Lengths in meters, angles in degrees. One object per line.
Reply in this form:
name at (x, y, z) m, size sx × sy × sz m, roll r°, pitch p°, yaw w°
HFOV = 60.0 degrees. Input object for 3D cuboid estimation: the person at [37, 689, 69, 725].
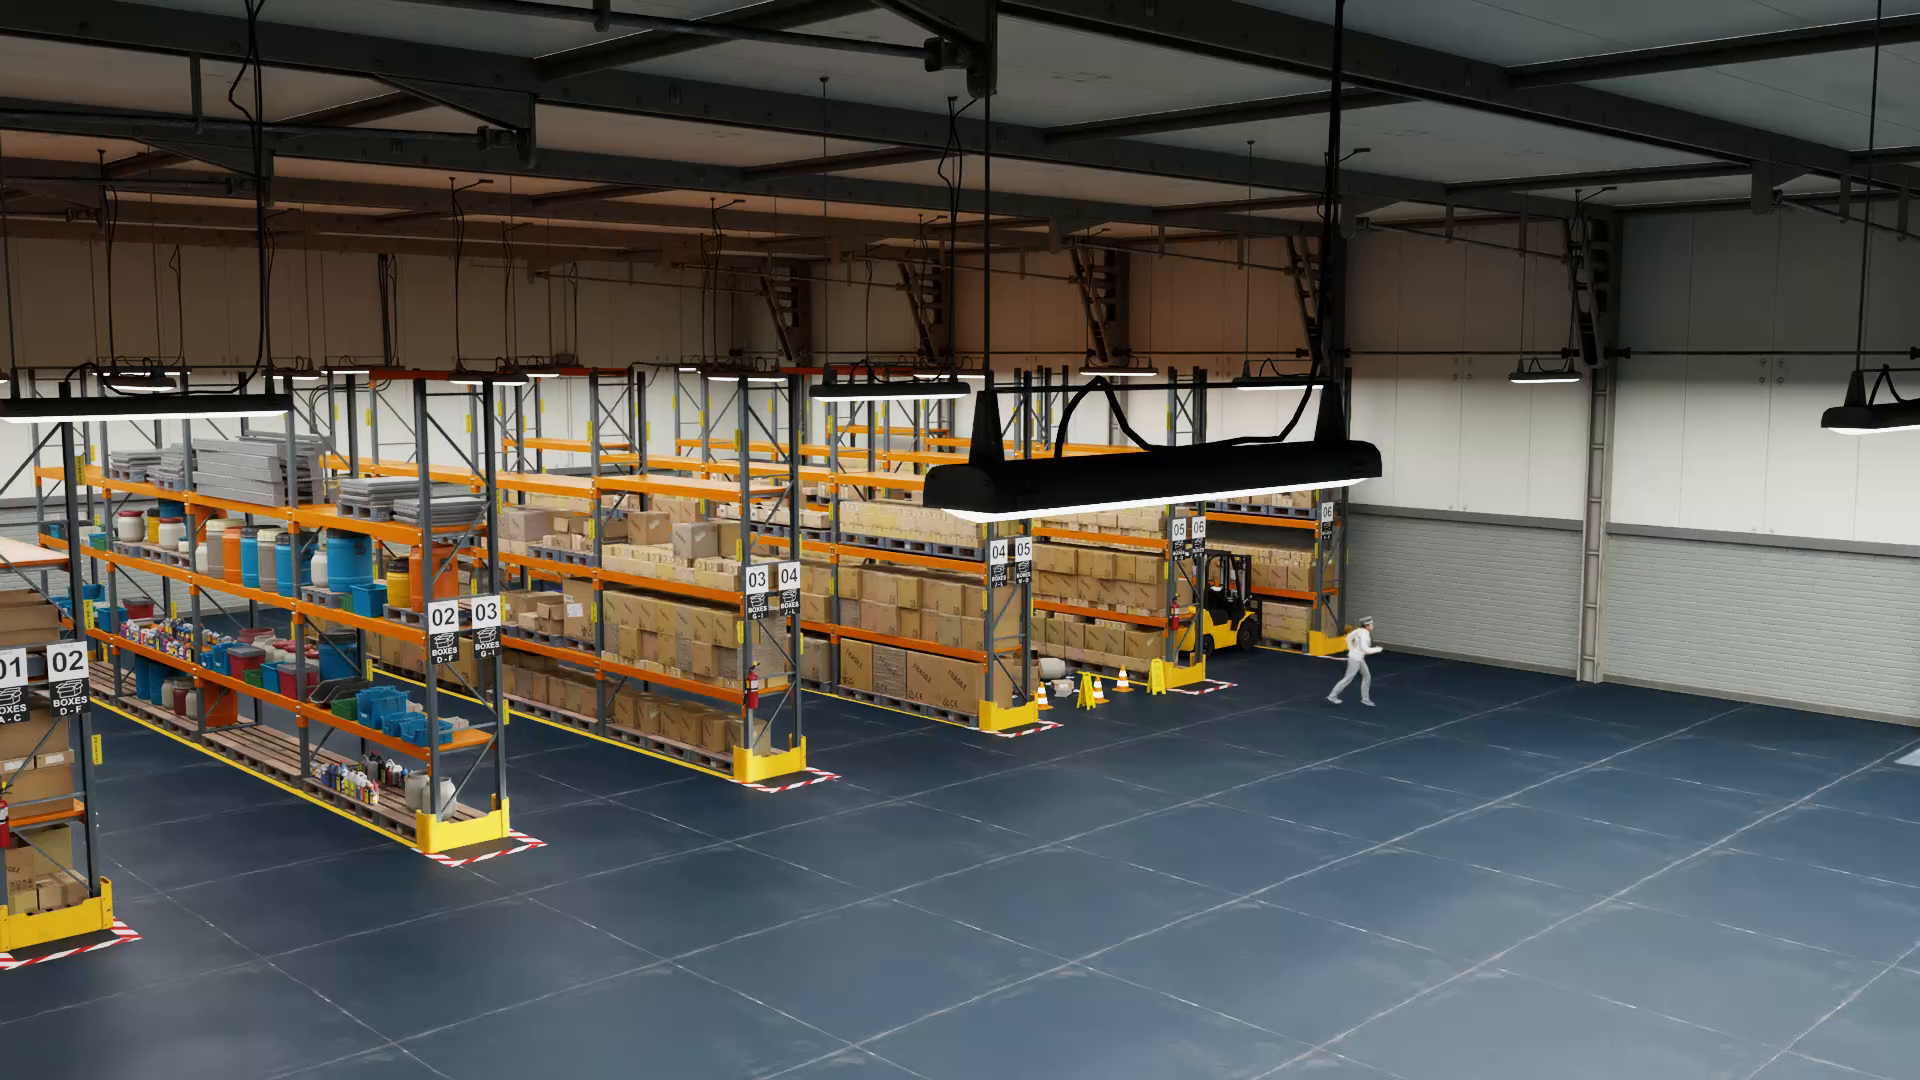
person at (-13.596, 2.756, 24.715) m, size 0.735 × 1.618 × 0.560 m, roll 3°, pitch 7°, yaw 27°

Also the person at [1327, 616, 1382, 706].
person at (7.053, 2.167, 29.683) m, size 0.940 × 1.658 × 0.605 m, roll 1°, pitch 7°, yaw 10°
